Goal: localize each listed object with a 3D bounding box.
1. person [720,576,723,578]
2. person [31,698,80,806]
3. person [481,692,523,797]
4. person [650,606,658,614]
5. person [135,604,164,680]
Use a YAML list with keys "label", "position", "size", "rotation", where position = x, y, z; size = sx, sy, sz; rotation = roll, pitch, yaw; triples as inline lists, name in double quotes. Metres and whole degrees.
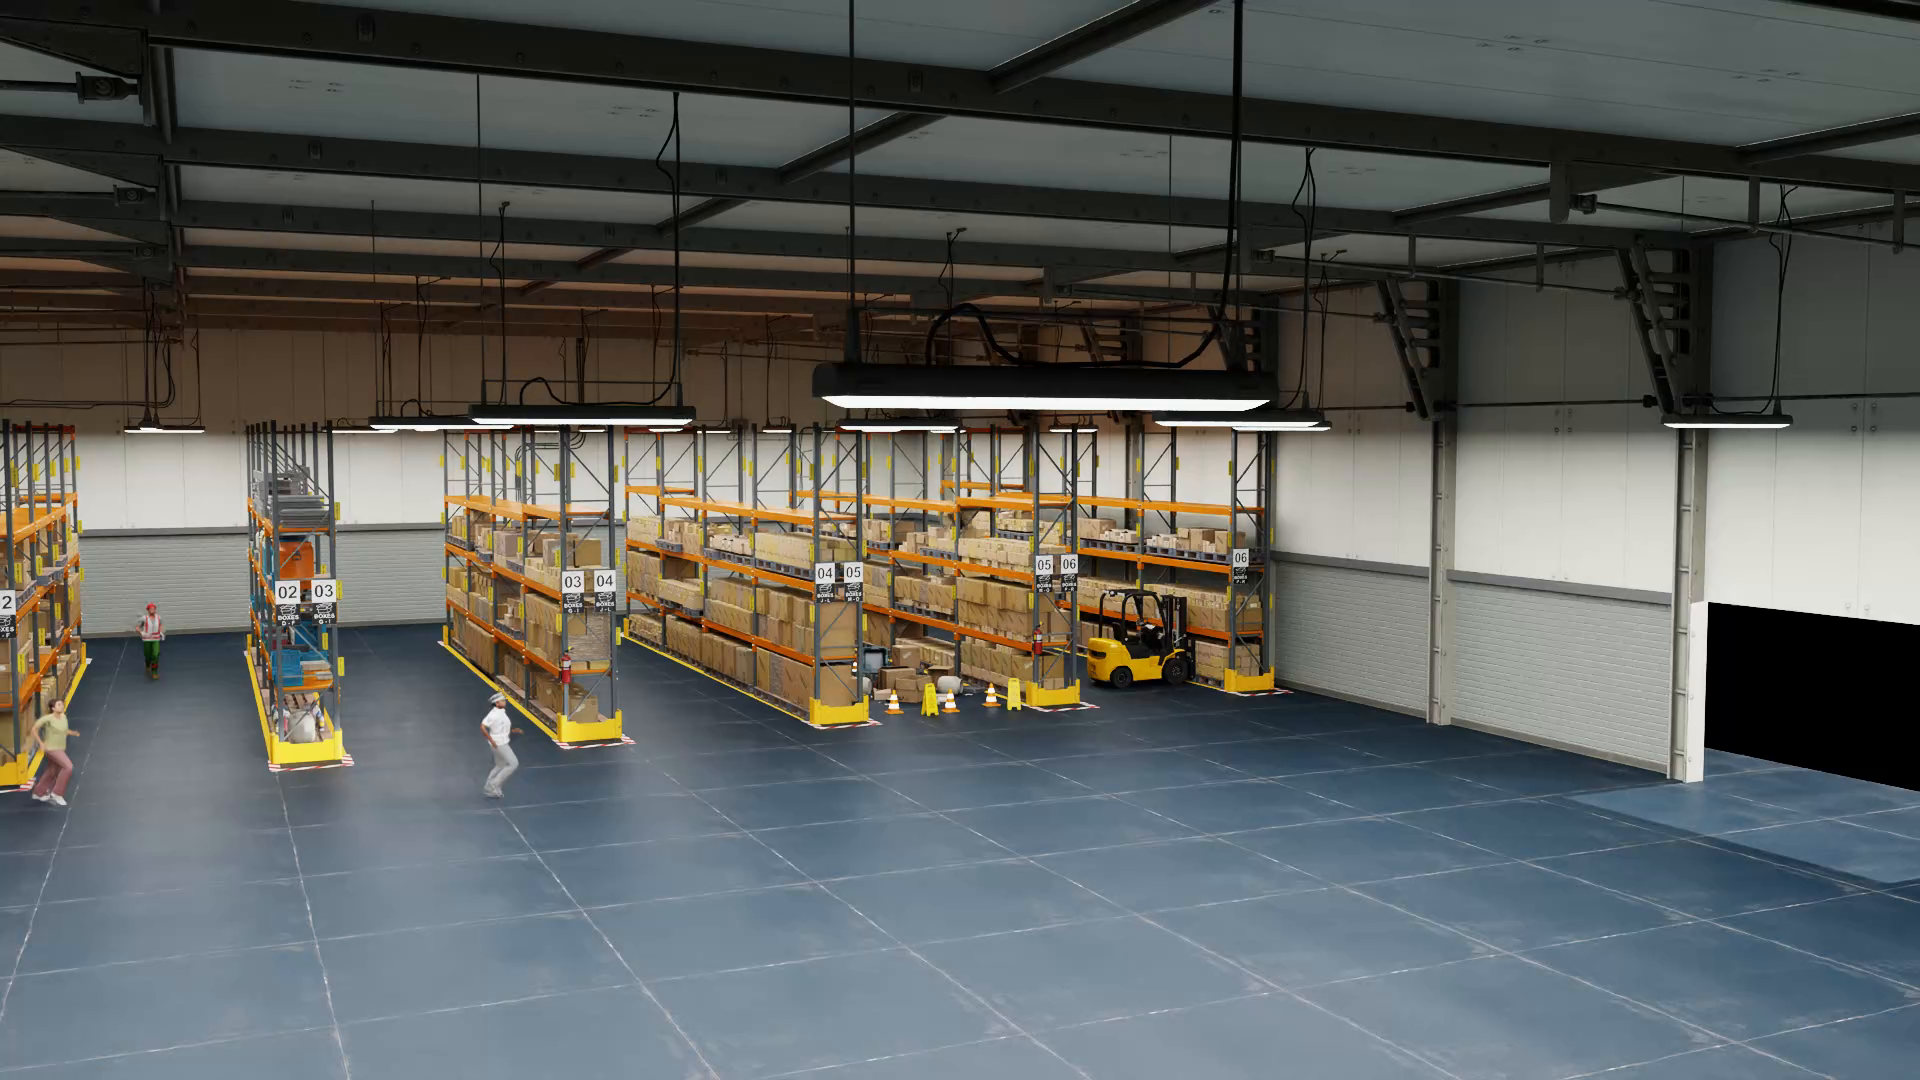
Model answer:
- label: "person"
  position: [-6.736, 1.909, 47.029]
  size: [0.647, 1.760, 0.837]
  rotation: [-2, 4, -31]
- label: "person"
  position: [-14.073, 3.279, 25.833]
  size: [0.781, 1.666, 0.536]
  rotation: [0, 4, 6]
- label: "person"
  position: [-7.243, 3.229, 26.308]
  size: [0.635, 1.669, 0.550]
  rotation: [0, 4, -6]
- label: "person"
  position: [-8.904, 1.861, 49.039]
  size: [0.718, 1.582, 0.533]
  rotation: [1, 4, 10]
- label: "person"
  position: [-19.136, 2.388, 39.309]
  size: [0.646, 1.781, 0.815]
  rotation: [-3, 5, -39]
